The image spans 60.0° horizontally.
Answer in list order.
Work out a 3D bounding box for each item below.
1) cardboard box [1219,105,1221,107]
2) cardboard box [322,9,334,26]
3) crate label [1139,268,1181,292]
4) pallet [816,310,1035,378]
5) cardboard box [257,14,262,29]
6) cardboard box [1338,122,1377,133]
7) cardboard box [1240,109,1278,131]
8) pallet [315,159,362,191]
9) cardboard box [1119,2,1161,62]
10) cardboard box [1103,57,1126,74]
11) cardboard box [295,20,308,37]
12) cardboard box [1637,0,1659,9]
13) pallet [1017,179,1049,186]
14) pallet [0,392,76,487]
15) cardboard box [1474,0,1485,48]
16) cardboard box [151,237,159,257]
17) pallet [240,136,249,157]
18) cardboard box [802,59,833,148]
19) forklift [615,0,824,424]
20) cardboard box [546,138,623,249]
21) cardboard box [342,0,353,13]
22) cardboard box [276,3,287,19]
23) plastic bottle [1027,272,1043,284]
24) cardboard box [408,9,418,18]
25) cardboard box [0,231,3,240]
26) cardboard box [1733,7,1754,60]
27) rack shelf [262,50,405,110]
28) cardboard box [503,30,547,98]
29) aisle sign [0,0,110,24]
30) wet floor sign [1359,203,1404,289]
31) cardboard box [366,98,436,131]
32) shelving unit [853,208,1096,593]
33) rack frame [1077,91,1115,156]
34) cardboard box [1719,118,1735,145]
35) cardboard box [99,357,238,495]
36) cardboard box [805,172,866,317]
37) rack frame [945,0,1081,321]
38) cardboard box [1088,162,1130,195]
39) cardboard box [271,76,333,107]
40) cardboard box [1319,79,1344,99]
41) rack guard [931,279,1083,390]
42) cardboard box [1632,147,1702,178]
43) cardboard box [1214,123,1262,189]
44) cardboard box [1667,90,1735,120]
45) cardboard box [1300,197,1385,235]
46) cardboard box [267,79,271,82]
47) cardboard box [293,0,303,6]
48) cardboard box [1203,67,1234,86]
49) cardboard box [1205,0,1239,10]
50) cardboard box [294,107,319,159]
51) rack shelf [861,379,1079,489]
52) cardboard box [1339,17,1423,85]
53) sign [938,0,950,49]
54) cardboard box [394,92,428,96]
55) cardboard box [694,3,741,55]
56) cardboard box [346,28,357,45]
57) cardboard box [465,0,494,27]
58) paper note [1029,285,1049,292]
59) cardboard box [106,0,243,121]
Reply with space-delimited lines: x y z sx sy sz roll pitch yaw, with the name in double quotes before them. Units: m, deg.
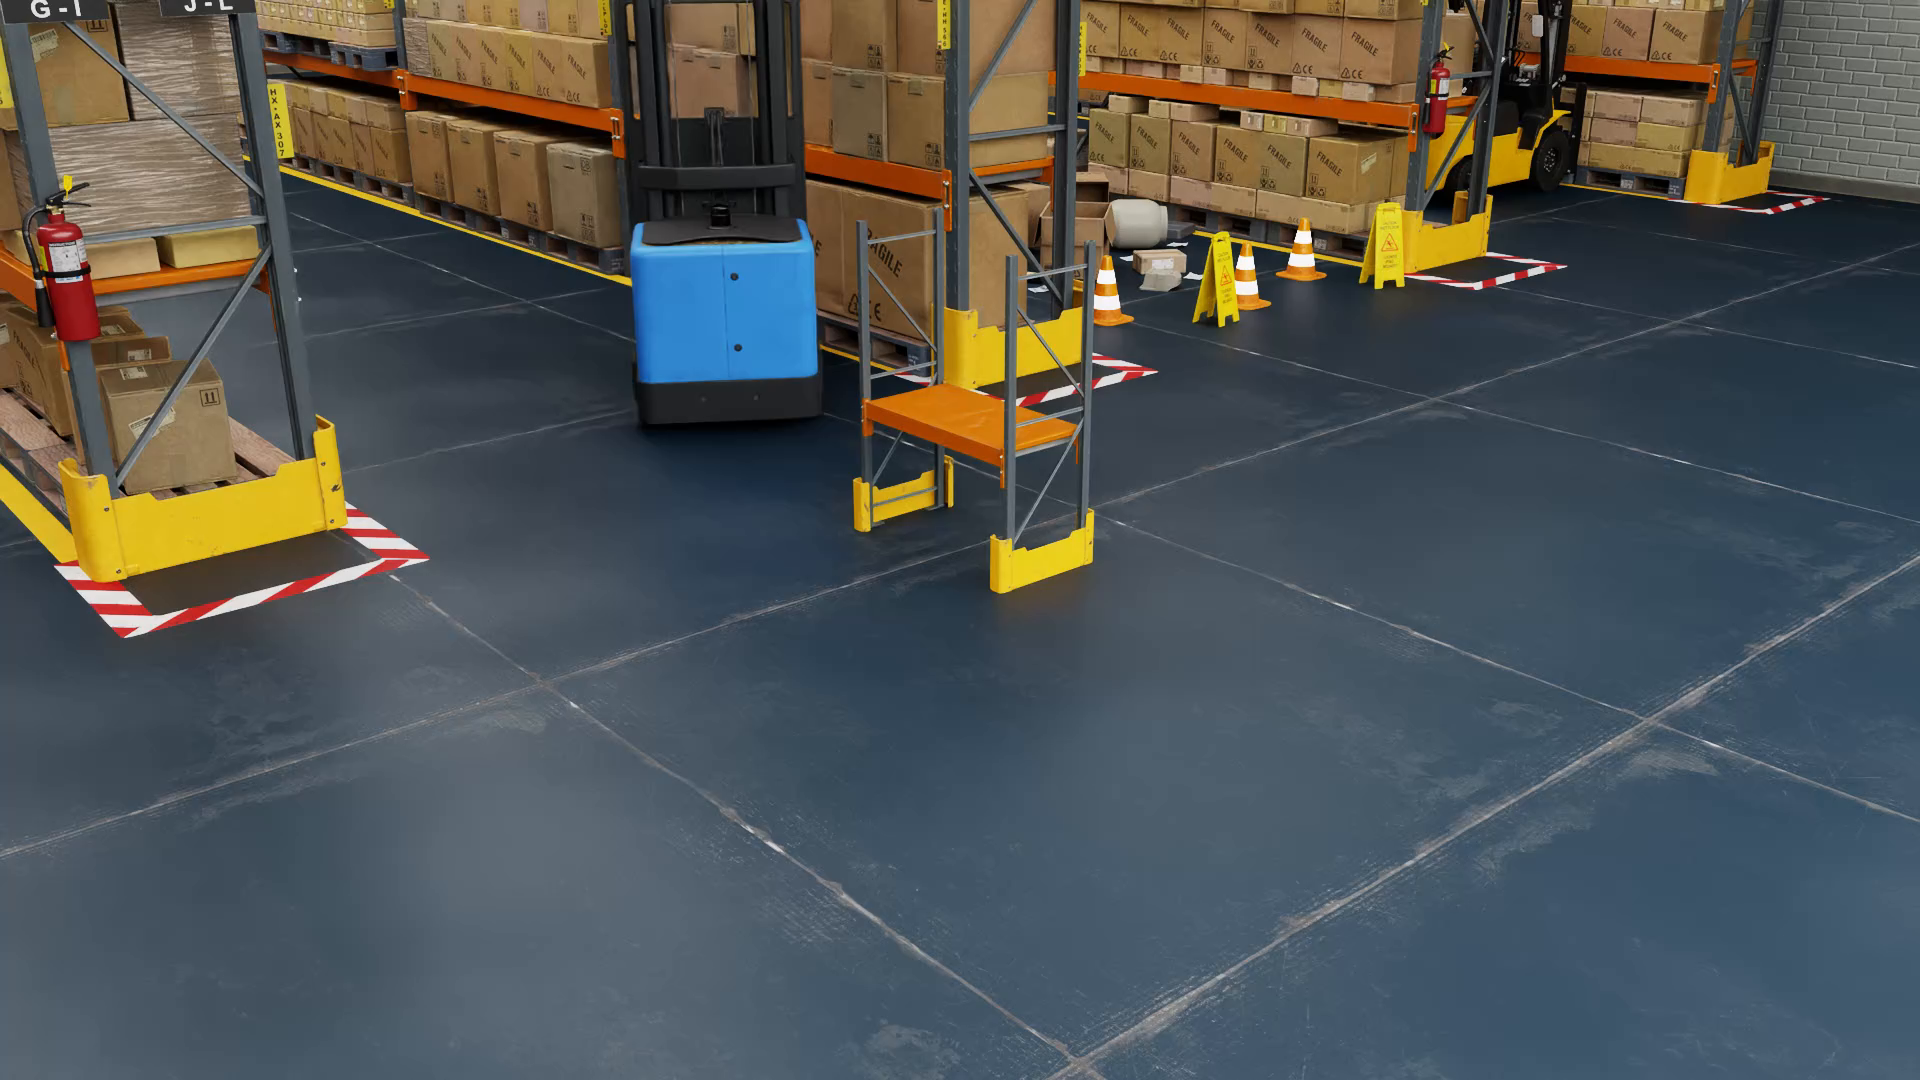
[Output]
"cardboard box" 3.379 -5.848 21.481 0.875 0.625 0.625 -16 27 -36
"cardboard box" -6.072 -5.183 16.464 0.380 0.149 0.250 -17 27 -37
"crate label" 1.576 -2.042 13.010 0.298 0.136 0.250 7 23 18
"pallet" -0.252 -1.417 11.312 1.003 0.211 1.213 -17 27 -37
"cardboard box" -7.410 -5.613 17.971 0.380 0.149 0.250 -17 27 -37
"cardboard box" 3.336 -3.422 14.774 0.500 0.500 0.500 -19 28 -39
"cardboard box" 2.670 -3.674 14.527 0.380 0.149 0.250 -16 27 -35
"pallet" -6.194 -3.978 17.851 1.003 0.211 1.213 -17 27 -37
"cardboard box" 1.824 -4.688 15.296 0.500 0.500 0.500 -18 27 -38
"cardboard box" 1.569 -4.486 15.670 0.380 0.149 0.250 -16 27 -36
"cardboard box" -6.577 -5.259 17.066 0.380 0.149 0.250 -19 28 -40
"cardboard box" 7.020 -5.429 16.706 0.380 0.149 0.250 -17 27 -36
"pallet" 0.893 -3.741 17.245 1.003 0.211 1.213 -17 27 -37
"pallet" -4.839 -0.652 9.360 1.003 0.211 1.213 -17 27 -37
"cardboard box" 5.936 -5.589 18.004 0.500 0.500 0.500 -18 28 -38
"cardboard box" -3.648 -1.452 7.923 0.380 0.149 0.250 -17 27 -37
"pallet" -7.969 -4.707 19.712 1.003 0.211 1.213 -17 27 -37
"cardboard box" -0.593 -3.006 11.339 0.875 0.550 0.550 -17 27 -37
"forklift" -1.535 -2.525 10.412 1.130 2.935 3.031 -3 22 -8
"cardboard box" -2.755 -2.916 13.825 1.050 0.750 0.750 -18 27 -38
"cardboard box" -5.722 -5.175 16.036 0.380 0.149 0.250 -18 28 -38
"cardboard box" -6.908 -5.539 17.373 0.380 0.149 0.250 -16 27 -35
"plastic bottle" 0.542 -2.094 13.248 0.283 0.061 0.133 12 24 27
"cardboard box" -5.235 -5.196 16.498 0.380 0.149 0.250 -16 26 -35
"cardboard box" -4.485 -1.550 8.174 0.380 0.149 0.250 -17 27 -37
"cardboard box" 7.658 -5.151 16.886 0.500 0.500 0.500 -16 27 -36
"rack shelf" -6.198 -4.941 17.472 1.077 0.370 4.000 -17 27 -37
"cardboard box" -3.485 -4.024 14.008 0.500 0.500 0.500 -17 27 -37
"aisle sign" -3.681 -2.482 6.643 0.394 0.787 0.004 -17 27 -37
"wet floor sign" 3.327 -2.316 13.011 0.267 0.644 0.232 -8 23 -19
"cardboard box" -5.538 -4.230 16.495 0.500 0.250 0.500 -18 28 -39
"shelving unit" 0.050 -0.677 7.657 0.587 1.500 1.083 -17 27 -37
"rack frame" 1.402 -4.824 16.188 1.000 3.000 0.127 -17 27 -37
"cardboard box" 7.622 -4.229 17.178 0.500 0.250 0.500 -17 27 -36
"cardboard box" -3.889 -0.568 8.173 0.500 0.500 0.500 -12 24 -28
"cardboard box" -0.739 -2.133 11.655 0.875 0.875 0.875 -18 28 -38
"rack frame" 0.329 -2.513 10.287 1.000 3.000 0.127 -17 27 -37
"cardboard box" 1.583 -3.512 16.033 0.500 0.250 0.500 -19 28 -40
"cardboard box" -7.221 -4.942 18.312 0.500 0.250 0.500 -19 28 -40
"cardboard box" 3.207 -3.774 13.851 0.380 0.149 0.250 -18 28 -38
"rack guard" 0.345 -1.342 10.725 1.175 0.500 0.348 -17 27 -37
"cardboard box" 7.225 -3.872 16.950 0.500 0.250 0.500 -17 27 -37
"cardboard box" 2.626 -3.427 14.788 0.500 0.500 0.500 -18 28 -39
"cardboard box" 7.601 -4.460 17.083 0.500 0.250 0.500 -18 28 -38
"cardboard box" 3.266 -2.800 14.215 0.500 0.250 0.500 -18 27 -38
"cardboard box" -8.853 -5.721 20.994 0.380 0.149 0.250 -16 27 -36
"cardboard box" -6.572 -5.535 16.955 0.380 0.149 0.250 -16 27 -36
"cardboard box" 2.379 -4.125 14.748 0.380 0.149 0.250 -18 27 -38
"cardboard box" 2.559 -4.888 14.434 0.700 0.500 0.500 -18 27 -38
"cardboard box" -6.876 -4.447 18.076 0.500 0.500 0.500 -16 26 -35
"rack shelf" 0.056 -0.507 7.716 0.538 0.185 1.000 -17 27 -37
"cardboard box" 3.450 -3.989 13.509 0.500 0.500 0.500 -18 28 -38
"sign" -0.091 -3.037 9.712 0.100 0.325 0.005 -17 27 -37
"cardboard box" -5.490 -4.492 17.163 0.500 0.250 0.500 -18 28 -38
"cardboard box" -1.371 -3.774 11.821 0.875 0.550 0.550 -17 27 -37
"cardboard box" -5.724 -4.898 16.144 0.380 0.149 0.250 -18 27 -38
"cardboard box" -3.939 -4.828 14.690 0.700 0.500 0.500 -18 28 -38
"paper note" 0.619 -1.955 12.937 0.144 0.017 0.142 -8 23 -19
"cardboard box" -3.647 -2.227 7.642 0.500 0.500 0.500 -17 27 -37
